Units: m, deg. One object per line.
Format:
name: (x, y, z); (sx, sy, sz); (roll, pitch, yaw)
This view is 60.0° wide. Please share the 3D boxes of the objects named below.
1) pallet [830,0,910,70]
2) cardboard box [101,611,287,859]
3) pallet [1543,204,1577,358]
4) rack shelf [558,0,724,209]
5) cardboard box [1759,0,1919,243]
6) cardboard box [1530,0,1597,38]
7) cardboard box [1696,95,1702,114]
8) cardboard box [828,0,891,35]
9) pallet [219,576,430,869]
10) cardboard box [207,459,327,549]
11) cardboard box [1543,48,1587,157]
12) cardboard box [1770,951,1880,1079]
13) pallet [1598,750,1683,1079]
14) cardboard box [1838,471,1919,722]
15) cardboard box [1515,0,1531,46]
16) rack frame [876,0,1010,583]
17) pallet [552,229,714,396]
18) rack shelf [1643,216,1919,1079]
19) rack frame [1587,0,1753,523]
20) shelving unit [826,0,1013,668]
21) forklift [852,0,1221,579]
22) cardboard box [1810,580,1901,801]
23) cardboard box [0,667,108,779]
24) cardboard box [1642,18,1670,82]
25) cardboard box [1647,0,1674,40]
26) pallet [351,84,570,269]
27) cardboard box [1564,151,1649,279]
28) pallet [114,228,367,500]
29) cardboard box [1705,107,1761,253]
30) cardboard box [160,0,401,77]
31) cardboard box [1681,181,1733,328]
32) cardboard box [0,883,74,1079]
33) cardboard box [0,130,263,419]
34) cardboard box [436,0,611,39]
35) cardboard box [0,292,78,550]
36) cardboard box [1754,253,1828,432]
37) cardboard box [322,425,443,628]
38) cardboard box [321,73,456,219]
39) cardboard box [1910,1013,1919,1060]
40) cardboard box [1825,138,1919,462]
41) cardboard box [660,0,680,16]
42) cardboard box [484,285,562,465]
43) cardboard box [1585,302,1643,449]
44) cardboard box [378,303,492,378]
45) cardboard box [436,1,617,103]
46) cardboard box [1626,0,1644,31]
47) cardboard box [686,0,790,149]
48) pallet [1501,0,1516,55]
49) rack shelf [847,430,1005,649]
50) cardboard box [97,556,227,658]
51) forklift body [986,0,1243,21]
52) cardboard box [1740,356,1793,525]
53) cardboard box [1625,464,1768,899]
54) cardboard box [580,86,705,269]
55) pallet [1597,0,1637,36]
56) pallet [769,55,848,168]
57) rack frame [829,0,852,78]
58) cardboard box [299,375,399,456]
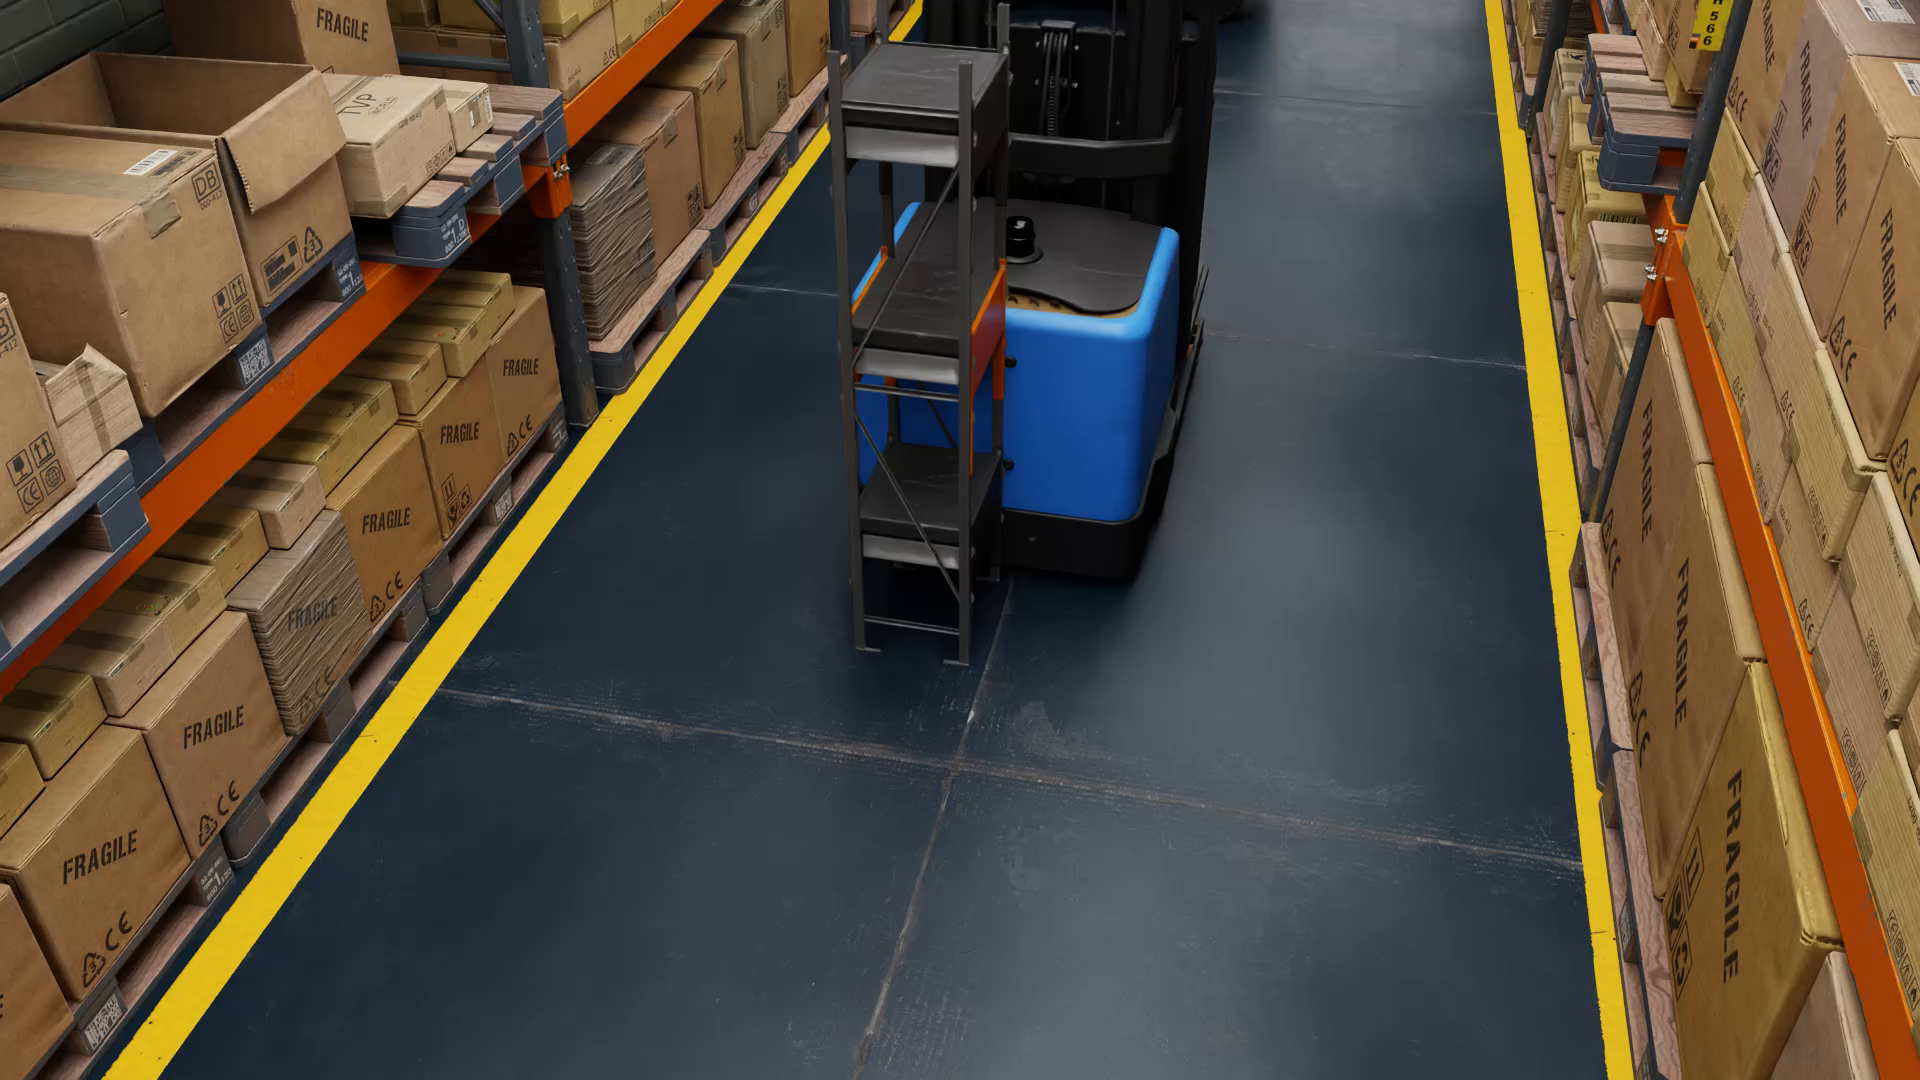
pallet: (-0.948, -3.384, 10.739); (1.003, 0.211, 1.213); (7, 37, 10)
cardboard box: (-2.329, 0.525, 4.741); (0.500, 0.500, 0.500); (6, 36, 9)
pallet: (3.268, -1.165, 7.677); (1.003, 0.211, 1.213); (7, 37, 10)
rack shelf: (-1.586, -2.624, 7.928); (1.077, 0.370, 4.000); (7, 37, 10)
cardboard box: (2.396, -1.056, 4.214); (0.500, 0.500, 0.500); (7, 37, 10)
cardboard box: (3.556, -3.175, 9.421); (0.500, 0.500, 0.500); (7, 36, 9)
cardboard box: (2.677, -1.435, 5.529); (0.380, 0.149, 0.250); (9, 37, 12)
cardboard box: (-0.732, -3.355, 10.308); (0.500, 0.250, 0.500); (8, 37, 10)
pallet: (-2.472, 0.481, 5.407); (1.003, 0.211, 1.213); (7, 37, 10)
cardboard box: (-2.181, -0.118, 5.076); (0.380, 0.149, 0.250); (6, 36, 8)
cardboard box: (3.582, -2.247, 8.676); (0.950, 0.372, 0.625); (8, 37, 11)
cardboard box: (2.037, 1.469, 3.120); (0.875, 0.875, 0.875); (8, 37, 11)
pallet: (2.332, 1.120, 4.525); (1.003, 0.211, 1.213); (7, 37, 10)
cardboard box: (2.044, 0.134, 3.210); (0.500, 0.250, 0.500); (8, 37, 11)
cardboard box: (3.659, -3.178, 10.064); (0.500, 0.250, 0.500); (6, 36, 9)
rack frame: (-0.051, -0.724, 5.460); (0.400, 2.100, 0.015); (8, 37, 11)
pallet: (-1.799, -1.107, 7.597); (1.003, 0.211, 1.213); (7, 37, 10)
rack shelf: (2.410, 0.289, 3.908); (1.077, 0.370, 4.000); (7, 37, 10)
rack frame: (2.837, -1.149, 5.279); (1.000, 3.000, 0.127); (7, 37, 10)
shelving unit: (-0.107, -0.585, 5.268); (0.431, 2.100, 0.503); (8, 37, 11)
forklift: (0.458, -1.913, 6.392); (1.130, 2.935, 3.031); (8, 37, 11)
cardboard box: (2.069, 0.338, 3.356); (0.500, 0.250, 0.500); (6, 36, 9)
cardboard box: (-2.458, 0.456, 4.285); (0.380, 0.149, 0.250); (7, 36, 9)
cardboard box: (2.674, -1.747, 5.961); (0.380, 0.149, 0.250); (7, 37, 10)
cardboard box: (2.762, -2.073, 5.858); (0.500, 0.500, 0.500); (7, 36, 9)
pallet: (-2.089, -1.294, 5.643); (1.213, 0.211, 1.003); (7, 37, 10)
cardboard box: (3.285, -1.436, 7.556); (0.950, 0.372, 0.625); (8, 37, 12)
pallet: (-2.424, -0.576, 4.652); (1.003, 0.211, 1.213); (7, 37, 10)
cardboard box: (2.488, -1.031, 4.818); (0.500, 0.250, 0.500); (7, 37, 10)
cardboard box: (-2.275, -1.704, 5.602); (0.500, 0.500, 0.500); (9, 37, 12)
cardboard box: (2.487, -0.839, 4.979); (0.500, 0.250, 0.500); (7, 36, 9)
cardboard box: (-2.544, 1.117, 3.924); (0.500, 0.500, 0.500); (9, 37, 12)
cardboard box: (-2.267, -0.682, 4.192); (0.700, 0.500, 0.500); (7, 37, 10)
cardboard box: (-1.655, -2.131, 6.336); (0.500, 0.250, 0.500); (7, 37, 10)
cardboard box: (-2.435, -0.232, 3.571); (0.700, 0.500, 0.500); (8, 37, 10)
cardboard box: (2.258, -0.451, 4.017); (0.500, 0.250, 0.500); (7, 37, 10)
cardboard box: (-2.119, -0.071, 5.565); (0.500, 0.500, 0.500); (9, 37, 12)
cardboard box: (-1.922, -1.233, 5.165); (0.500, 0.250, 0.500); (6, 36, 8)
cardboard box: (1.832, 0.916, 2.557); (0.500, 0.250, 0.500); (6, 36, 9)
cardboard box: (2.160, -0.473, 3.409); (0.500, 0.500, 0.500); (8, 37, 11)
cardboard box: (-1.464, -2.516, 7.293); (0.500, 0.250, 0.500); (6, 36, 8)
cardboard box: (-1.893, -0.657, 6.373); (0.500, 0.500, 0.500); (8, 37, 11)
cardboard box: (2.968, -0.577, 6.372); (0.950, 0.372, 0.625); (5, 36, 7)
cardboard box: (-1.899, -0.714, 5.899); (0.380, 0.149, 0.250); (6, 36, 8)
cardboard box: (-1.679, -1.932, 6.487); (0.500, 0.250, 0.500); (7, 37, 10)
cardboard box: (2.781, -2.050, 6.379); (0.380, 0.149, 0.250); (8, 37, 11)
cardboard box: (-1.432, -2.526, 8.845); (0.875, 0.625, 0.625); (7, 37, 9)
pallet: (4.059, -3.404, 10.767); (1.003, 0.211, 1.213); (7, 37, 10)
rack shelf: (-0.107, -0.007, 5.687); (0.431, 0.518, 0.480); (8, 37, 11)
cardboard box: (-2.313, 0.175, 4.672); (0.380, 0.149, 0.250); (9, 37, 12)
forklift body: (1.073, -4.696, 10.896); (2.313, 2.155, 1.214); (7, 37, 10)
cardboard box: (2.277, -0.242, 4.156); (0.500, 0.250, 0.500); (8, 37, 12)
cardboard box: (2.414, 0.438, 4.542); (0.875, 0.875, 0.875); (8, 37, 11)
cardboard box: (-1.734, -1.709, 7.717); (0.875, 0.625, 0.625); (8, 37, 11)
pallet: (3.220, -2.211, 6.908); (1.003, 0.211, 1.213); (7, 37, 10)
pallet: (-1.278, -2.506, 9.527); (1.003, 0.211, 1.213); (7, 37, 10)
rack frame: (-1.158, -4.062, 9.299); (1.000, 3.000, 0.127); (7, 37, 10)
cardboard box: (-2.099, -0.423, 5.497); (0.380, 0.149, 0.250); (8, 37, 11)
